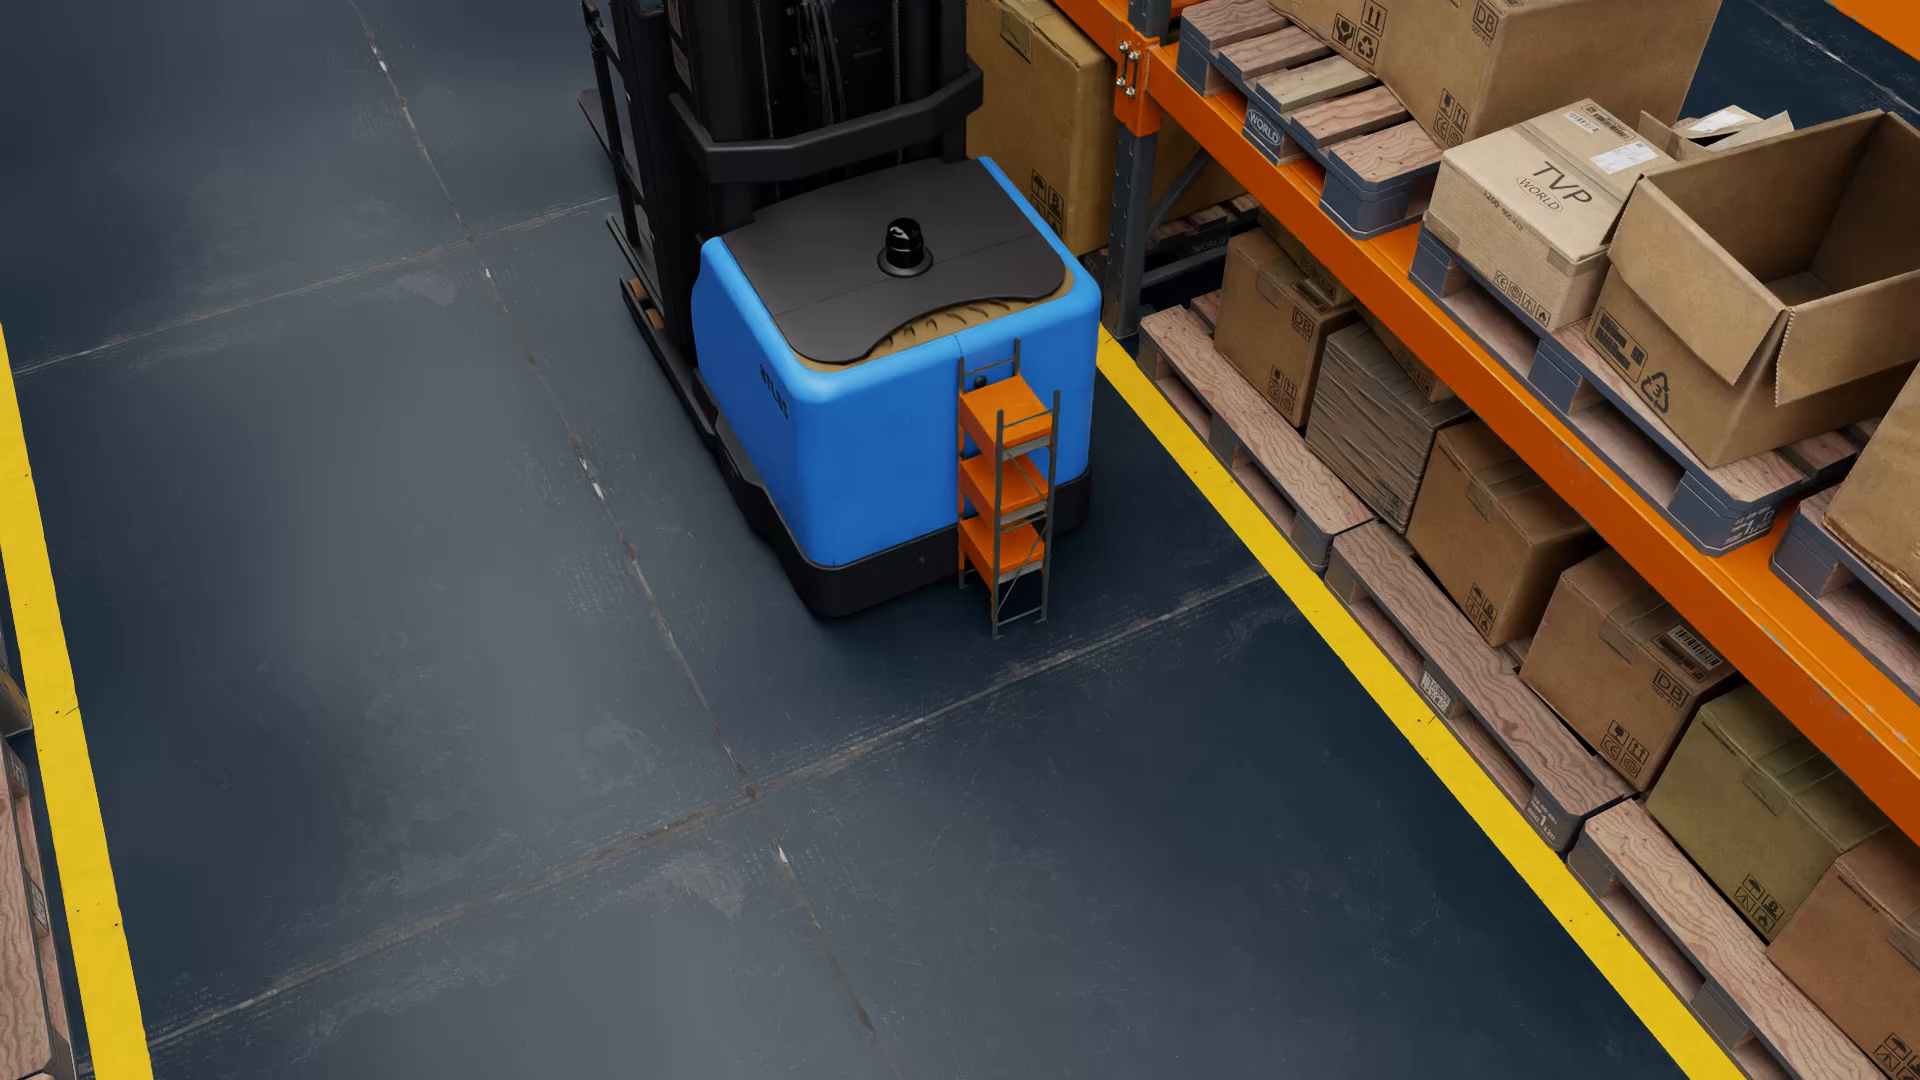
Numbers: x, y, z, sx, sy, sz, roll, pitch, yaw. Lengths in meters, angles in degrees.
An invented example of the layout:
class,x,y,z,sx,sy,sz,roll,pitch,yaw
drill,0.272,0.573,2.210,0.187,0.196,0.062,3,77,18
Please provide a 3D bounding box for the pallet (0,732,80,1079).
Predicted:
class,x,y,z,sx,sy,sz,roll,pitch,yaw
pallet,-3.061,1.192,4.567,1.003,0.211,1.213,-21,52,-18

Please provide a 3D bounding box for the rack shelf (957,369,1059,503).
class,x,y,z,sx,sy,sz,roll,pitch,yaw
rack shelf,0.141,-0.311,4.962,0.215,0.259,0.240,-21,52,-17

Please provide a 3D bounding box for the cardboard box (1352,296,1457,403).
class,x,y,z,sx,sy,sz,roll,pitch,yaw
cardboard box,1.608,-0.743,5.277,0.500,0.250,0.500,-16,51,-13

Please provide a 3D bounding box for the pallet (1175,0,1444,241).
class,x,y,z,sx,sy,sz,roll,pitch,yaw
pallet,1.443,-1.461,5.162,1.213,0.211,1.003,-21,52,-18

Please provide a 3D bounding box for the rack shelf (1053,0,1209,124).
class,x,y,z,sx,sy,sz,roll,pitch,yaw
rack shelf,0.107,-3.066,6.917,1.077,0.370,4.000,-21,52,-18

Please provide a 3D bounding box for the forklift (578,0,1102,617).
class,x,y,z,sx,sy,sz,roll,pitch,yaw
forklift,-0.664,-1.835,5.407,1.130,2.935,3.031,-21,52,-17

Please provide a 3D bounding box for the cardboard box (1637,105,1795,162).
class,x,y,z,sx,sy,sz,roll,pitch,yaw
cardboard box,2.026,-1.035,4.473,0.396,0.266,0.258,-23,53,-19

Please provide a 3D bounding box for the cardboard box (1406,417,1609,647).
class,x,y,z,sx,sy,sz,roll,pitch,yaw
cardboard box,1.878,-0.101,5.214,0.700,0.500,0.500,-17,51,-15

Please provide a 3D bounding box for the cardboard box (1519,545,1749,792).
class,x,y,z,sx,sy,sz,roll,pitch,yaw
cardboard box,2.133,0.273,4.887,0.700,0.500,0.500,-25,53,-21

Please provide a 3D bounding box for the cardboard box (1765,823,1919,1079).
class,x,y,z,sx,sy,sz,roll,pitch,yaw
cardboard box,2.591,0.973,4.275,0.700,0.500,0.500,-25,53,-20

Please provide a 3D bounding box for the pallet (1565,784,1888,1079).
class,x,y,z,sx,sy,sz,roll,pitch,yaw
pallet,2.495,1.111,4.638,1.003,0.211,1.213,-21,52,-18

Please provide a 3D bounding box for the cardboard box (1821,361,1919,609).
class,x,y,z,sx,sy,sz,roll,pitch,yaw
cardboard box,2.614,-0.203,3.257,1.000,1.000,1.000,-21,52,-17

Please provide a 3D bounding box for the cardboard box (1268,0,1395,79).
class,x,y,z,sx,sy,sz,roll,pitch,yaw
cardboard box,1.305,-1.788,4.975,0.500,0.500,0.500,-27,54,-22

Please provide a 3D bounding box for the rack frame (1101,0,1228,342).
class,x,y,z,sx,sy,sz,roll,pitch,yaw
rack frame,1.023,-1.964,5.475,1.000,3.000,0.127,-21,52,-18

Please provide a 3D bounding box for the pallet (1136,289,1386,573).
class,x,y,z,sx,sy,sz,roll,pitch,yaw
pallet,1.379,-0.523,6.067,1.003,0.211,1.213,-21,52,-18

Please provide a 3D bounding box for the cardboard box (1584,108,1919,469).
class,x,y,z,sx,sy,sz,roll,pitch,yaw
cardboard box,1.978,-0.588,3.924,0.797,0.503,0.637,-16,51,-14

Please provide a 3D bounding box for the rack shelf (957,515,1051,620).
class,x,y,z,sx,sy,sz,roll,pitch,yaw
rack shelf,0.141,0.059,5.385,0.215,0.259,0.240,-21,52,-17

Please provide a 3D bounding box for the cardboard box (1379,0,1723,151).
class,x,y,z,sx,sy,sz,roll,pitch,yaw
cardboard box,1.650,-1.448,4.679,0.700,0.500,0.500,-14,50,-12

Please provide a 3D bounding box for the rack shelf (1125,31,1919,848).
class,x,y,z,sx,sy,sz,roll,pitch,yaw
rack shelf,1.938,-0.389,4.575,1.077,0.370,4.000,-21,52,-18

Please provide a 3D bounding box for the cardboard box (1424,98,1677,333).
class,x,y,z,sx,sy,sz,roll,pitch,yaw
cardboard box,1.585,-0.852,4.323,0.500,0.250,0.500,-23,53,-19

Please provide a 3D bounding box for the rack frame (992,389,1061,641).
class,x,y,z,sx,sy,sz,roll,pitch,yaw
rack frame,0.195,-0.049,5.096,0.200,1.050,0.008,-21,52,-17

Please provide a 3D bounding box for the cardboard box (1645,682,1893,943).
class,x,y,z,sx,sy,sz,roll,pitch,yaw
cardboard box,2.390,0.647,4.560,0.700,0.500,0.500,-21,52,-18

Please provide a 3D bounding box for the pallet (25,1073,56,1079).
class,x,y,z,sx,sy,sz,roll,pitch,yaw
pallet,-2.507,2.007,3.854,1.003,0.211,1.213,-21,52,-18

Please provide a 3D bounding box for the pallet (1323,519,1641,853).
class,x,y,z,sx,sy,sz,roll,pitch,yaw
pallet,1.933,0.293,5.354,1.003,0.211,1.213,-21,52,-18

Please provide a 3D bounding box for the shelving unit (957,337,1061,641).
class,x,y,z,sx,sy,sz,roll,pitch,yaw
shelving unit,0.141,-0.131,5.167,0.215,1.050,0.252,-21,52,-17

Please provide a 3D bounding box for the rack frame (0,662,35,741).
class,x,y,z,sx,sy,sz,roll,pitch,yaw
rack frame,-3.381,-0.258,3.983,1.000,3.000,0.127,-21,52,-18

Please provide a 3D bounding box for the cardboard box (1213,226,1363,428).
class,x,y,z,sx,sy,sz,roll,pitch,yaw
cardboard box,1.347,-0.844,5.864,0.700,0.500,0.500,-24,53,-19

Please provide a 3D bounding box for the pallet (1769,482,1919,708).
class,x,y,z,sx,sy,sz,roll,pitch,yaw
pallet,2.633,0.215,3.697,1.003,0.211,1.213,-21,52,-18

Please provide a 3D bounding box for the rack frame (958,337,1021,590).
class,x,y,z,sx,sy,sz,roll,pitch,yaw
rack frame,0.087,-0.214,5.239,0.200,1.050,0.008,-21,52,-17

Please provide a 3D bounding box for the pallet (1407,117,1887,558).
class,x,y,z,sx,sy,sz,roll,pitch,yaw
pallet,1.965,-0.590,4.401,1.003,0.211,1.213,-21,52,-18

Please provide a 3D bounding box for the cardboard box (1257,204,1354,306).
class,x,y,z,sx,sy,sz,roll,pitch,yaw
cardboard box,1.356,-1.095,5.585,0.500,0.250,0.500,-19,52,-16

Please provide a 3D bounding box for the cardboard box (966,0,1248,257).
class,x,y,z,sx,sy,sz,roll,pitch,yaw
cardboard box,0.725,-1.872,6.527,1.225,0.875,0.875,-23,53,-19

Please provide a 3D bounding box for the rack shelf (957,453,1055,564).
class,x,y,z,sx,sy,sz,roll,pitch,yaw
rack shelf,0.141,-0.124,5.175,0.215,0.259,0.240,-21,52,-17

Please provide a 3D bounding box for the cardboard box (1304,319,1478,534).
class,x,y,z,sx,sy,sz,roll,pitch,yaw
cardboard box,1.612,-0.478,5.543,0.700,0.500,0.500,-25,53,-20

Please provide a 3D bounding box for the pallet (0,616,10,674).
class,x,y,z,sx,sy,sz,roll,pitch,yaw
pallet,-3.779,0.147,5.482,1.003,0.211,1.213,-21,52,-18

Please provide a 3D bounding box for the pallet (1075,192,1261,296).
class,x,y,z,sx,sy,sz,roll,pitch,yaw
pallet,0.729,-1.600,7.009,1.003,0.211,1.213,-21,52,-18
